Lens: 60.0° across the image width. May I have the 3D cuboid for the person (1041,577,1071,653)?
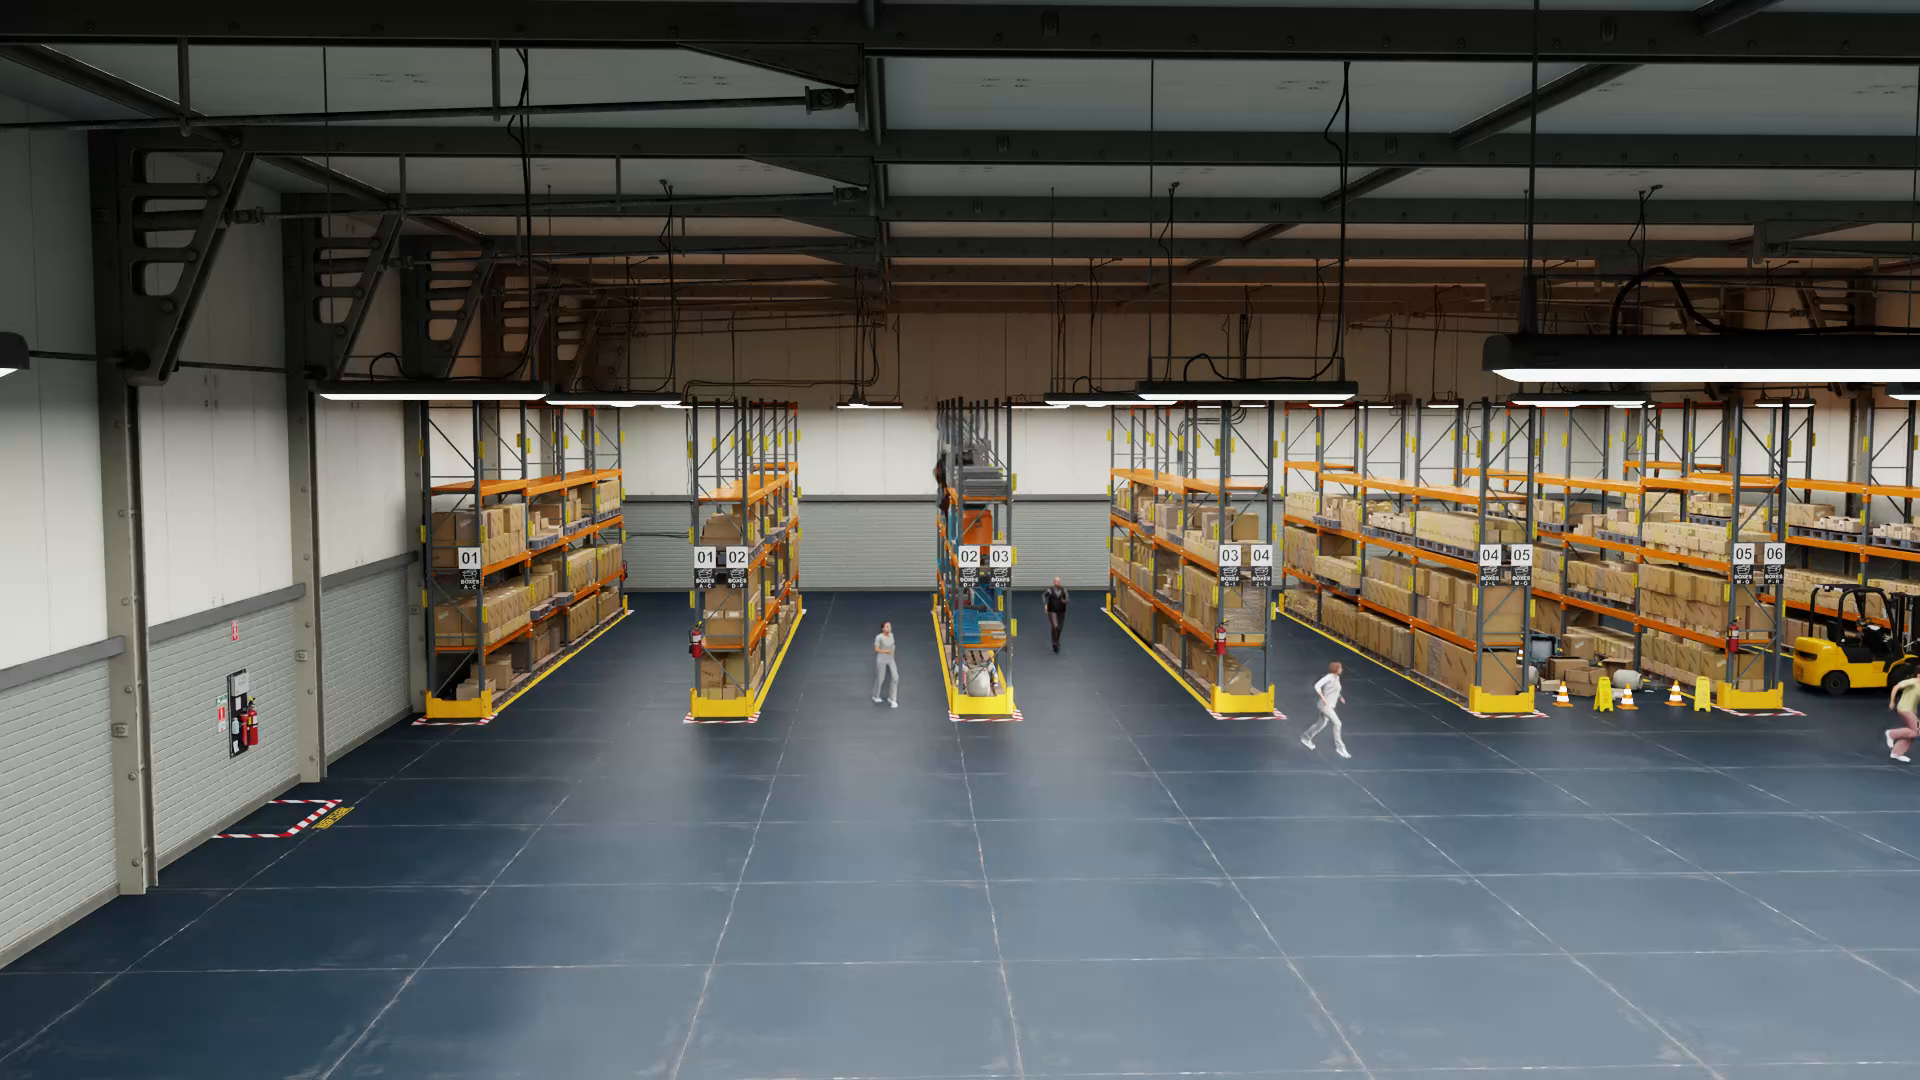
[{"bbox_3d":[2.318,1.780,39.877,0.630,1.778,0.791,-1,5,-15],"label":"person"}]

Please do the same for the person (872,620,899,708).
[{"bbox_3d":[-1.463,2.401,32.281,0.507,1.710,0.809,-2,5,-29],"label":"person"}]

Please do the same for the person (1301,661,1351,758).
[{"bbox_3d":[6.090,2.793,27.699,0.893,1.589,0.556,3,5,32],"label":"person"}]

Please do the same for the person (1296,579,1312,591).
[{"bbox_3d":[10.176,1.105,49.005,0.587,1.702,0.737,3,6,37],"label":"person"}]

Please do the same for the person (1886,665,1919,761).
[{"bbox_3d":[15.589,2.832,27.286,0.570,1.597,0.673,-4,6,-41],"label":"person"}]
